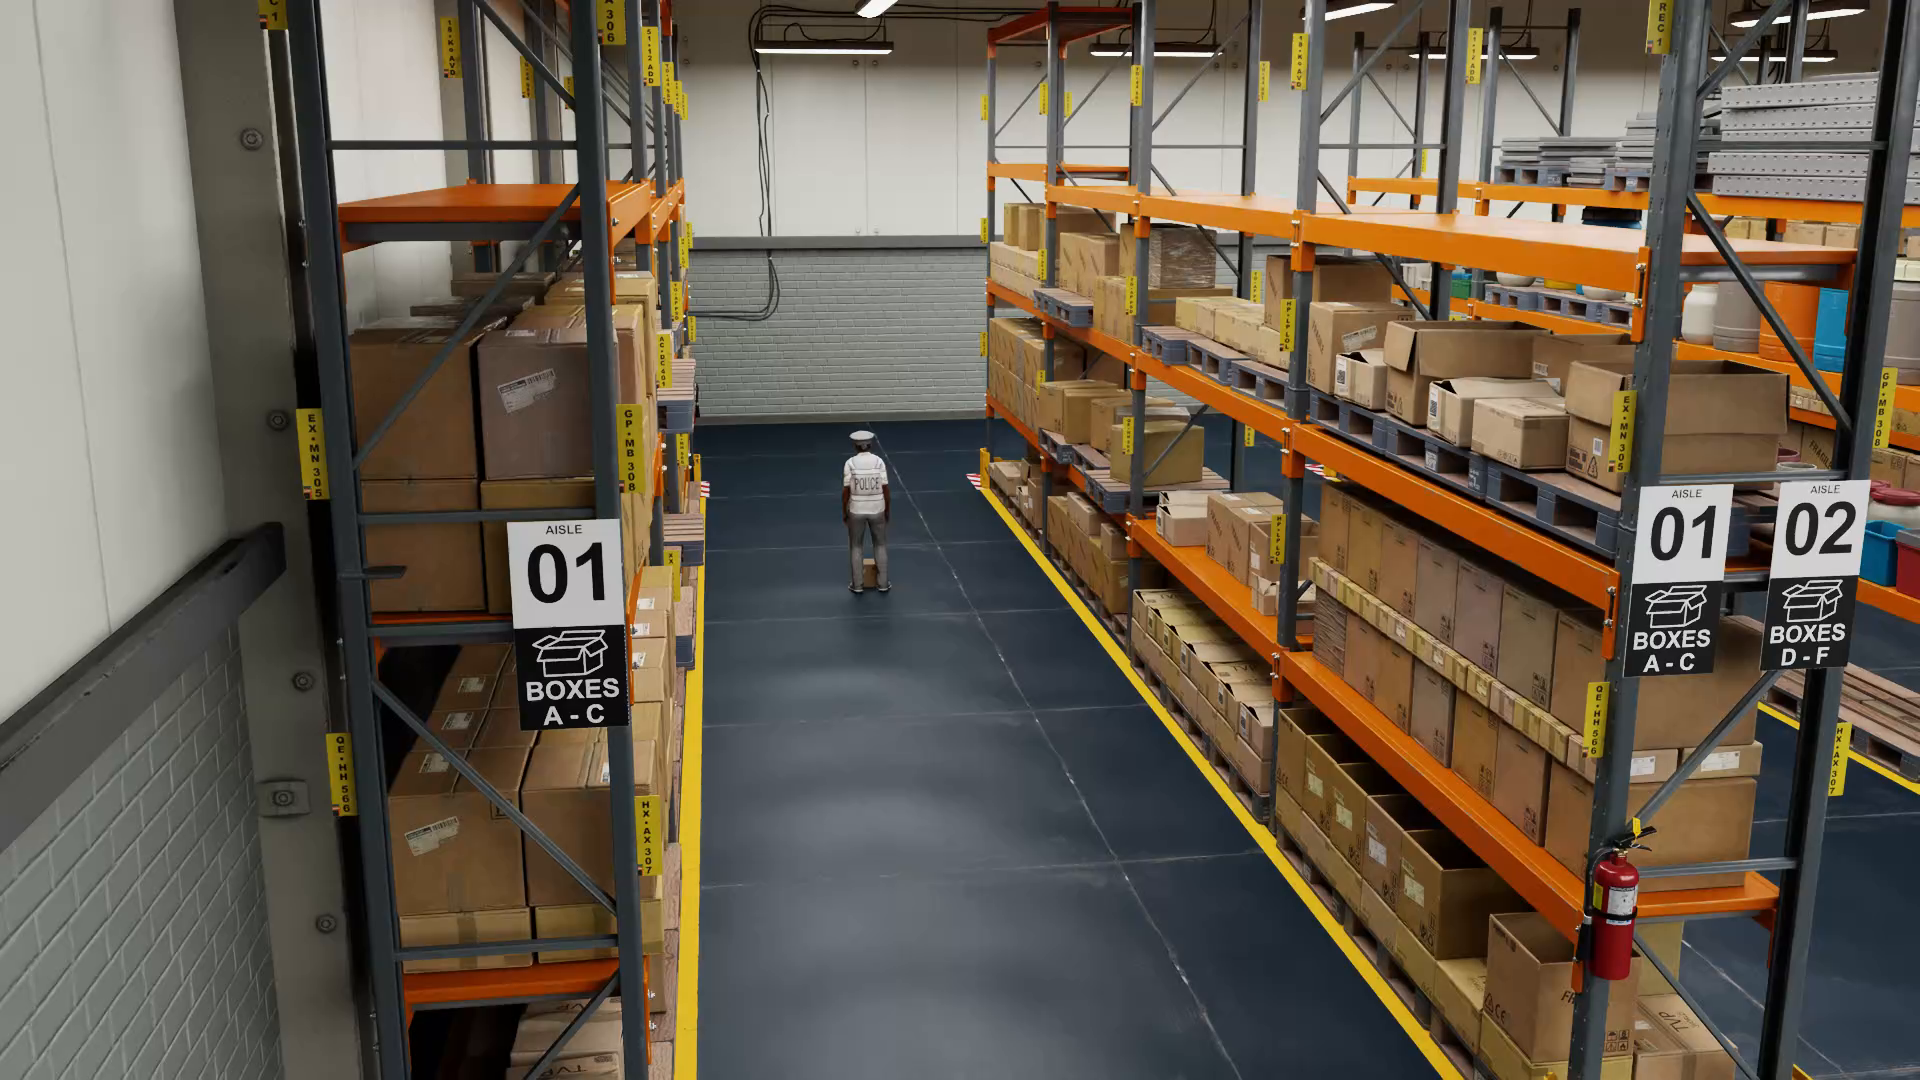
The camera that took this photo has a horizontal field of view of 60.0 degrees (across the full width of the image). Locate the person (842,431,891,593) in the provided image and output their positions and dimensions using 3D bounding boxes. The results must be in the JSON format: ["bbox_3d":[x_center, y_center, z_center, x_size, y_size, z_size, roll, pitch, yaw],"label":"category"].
[{"bbox_3d":[-0.963,-0.283,17.190,0.509,1.658,0.386,-2,13,-9],"label":"person"}]
